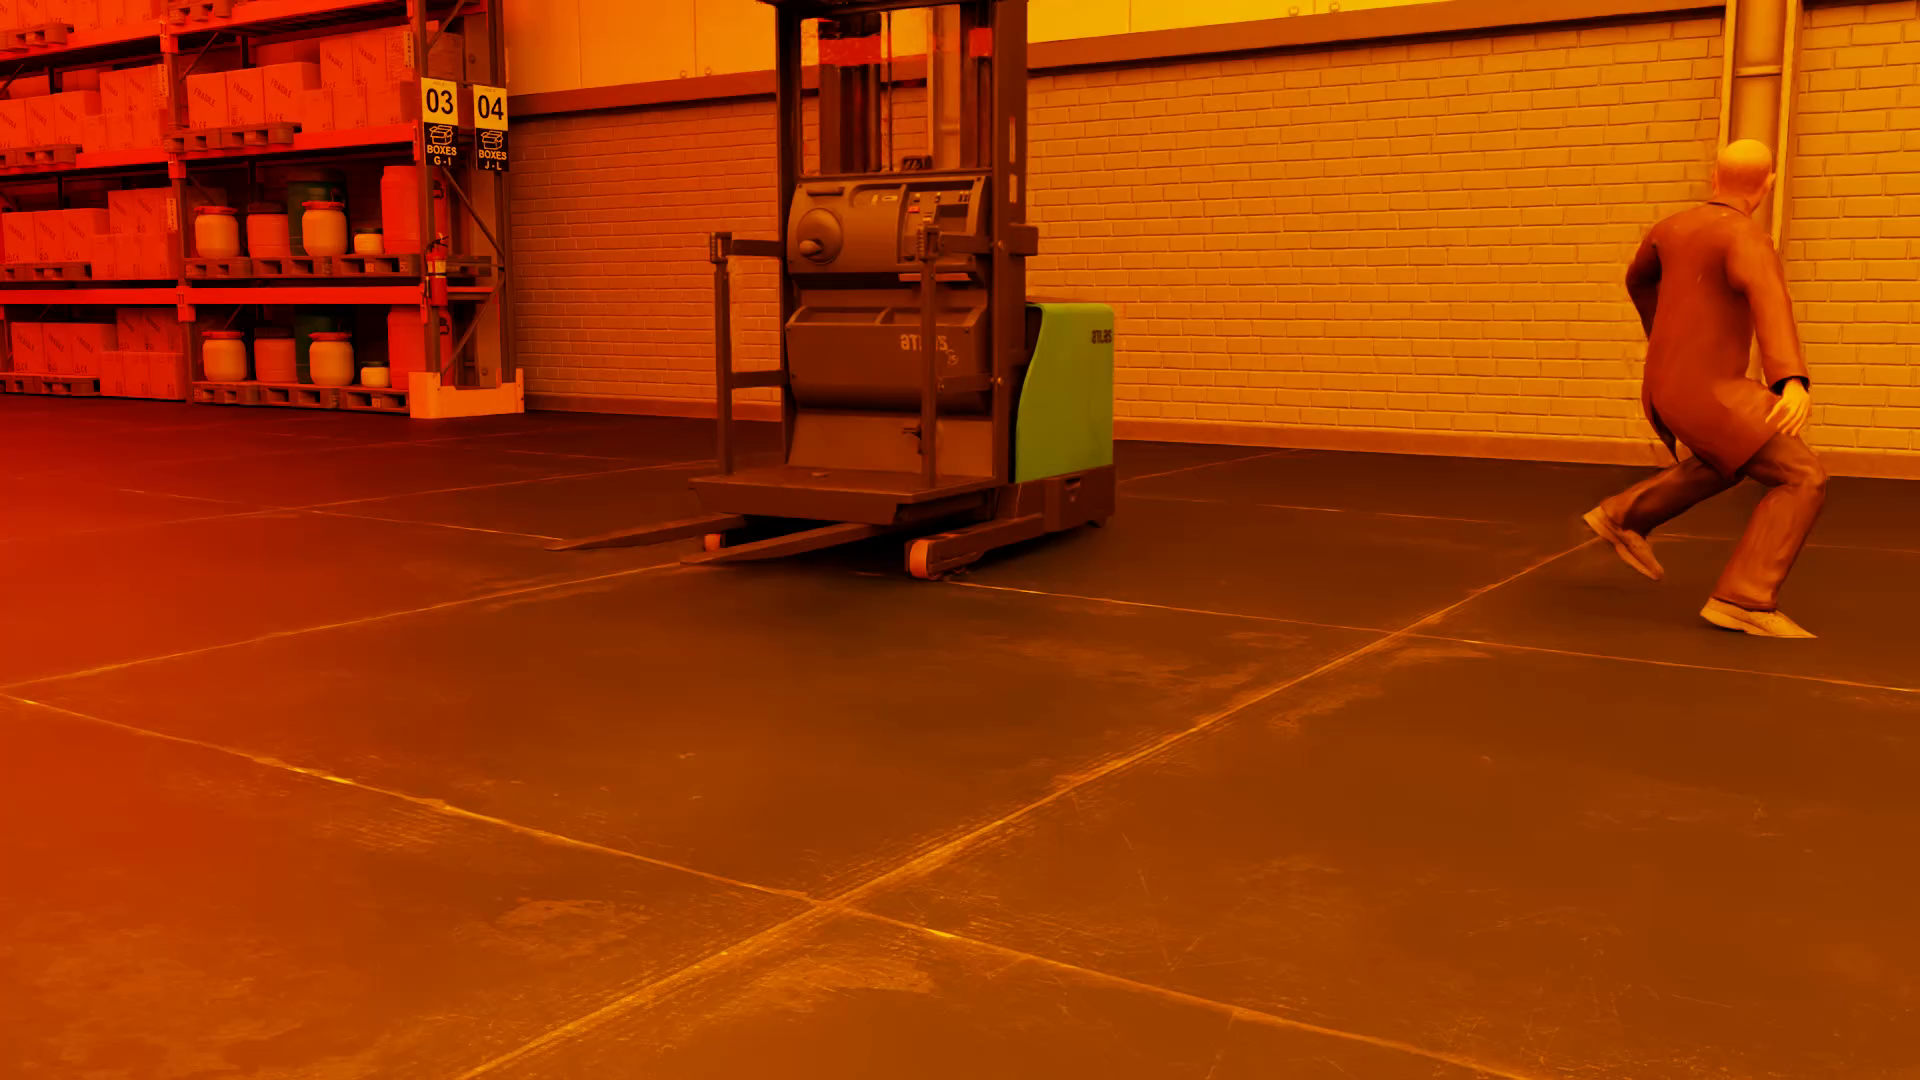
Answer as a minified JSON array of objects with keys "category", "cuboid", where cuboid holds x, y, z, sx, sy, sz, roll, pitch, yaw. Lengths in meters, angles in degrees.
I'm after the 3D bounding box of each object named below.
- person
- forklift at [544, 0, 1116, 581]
[{"category":"person","cuboid":[2.560,-0.506,5.617,0.542,1.662,1.177,0,8,3]},{"category":"forklift","cuboid":[-0.419,-1.364,6.783,1.130,2.935,3.031,5,9,29]}]
